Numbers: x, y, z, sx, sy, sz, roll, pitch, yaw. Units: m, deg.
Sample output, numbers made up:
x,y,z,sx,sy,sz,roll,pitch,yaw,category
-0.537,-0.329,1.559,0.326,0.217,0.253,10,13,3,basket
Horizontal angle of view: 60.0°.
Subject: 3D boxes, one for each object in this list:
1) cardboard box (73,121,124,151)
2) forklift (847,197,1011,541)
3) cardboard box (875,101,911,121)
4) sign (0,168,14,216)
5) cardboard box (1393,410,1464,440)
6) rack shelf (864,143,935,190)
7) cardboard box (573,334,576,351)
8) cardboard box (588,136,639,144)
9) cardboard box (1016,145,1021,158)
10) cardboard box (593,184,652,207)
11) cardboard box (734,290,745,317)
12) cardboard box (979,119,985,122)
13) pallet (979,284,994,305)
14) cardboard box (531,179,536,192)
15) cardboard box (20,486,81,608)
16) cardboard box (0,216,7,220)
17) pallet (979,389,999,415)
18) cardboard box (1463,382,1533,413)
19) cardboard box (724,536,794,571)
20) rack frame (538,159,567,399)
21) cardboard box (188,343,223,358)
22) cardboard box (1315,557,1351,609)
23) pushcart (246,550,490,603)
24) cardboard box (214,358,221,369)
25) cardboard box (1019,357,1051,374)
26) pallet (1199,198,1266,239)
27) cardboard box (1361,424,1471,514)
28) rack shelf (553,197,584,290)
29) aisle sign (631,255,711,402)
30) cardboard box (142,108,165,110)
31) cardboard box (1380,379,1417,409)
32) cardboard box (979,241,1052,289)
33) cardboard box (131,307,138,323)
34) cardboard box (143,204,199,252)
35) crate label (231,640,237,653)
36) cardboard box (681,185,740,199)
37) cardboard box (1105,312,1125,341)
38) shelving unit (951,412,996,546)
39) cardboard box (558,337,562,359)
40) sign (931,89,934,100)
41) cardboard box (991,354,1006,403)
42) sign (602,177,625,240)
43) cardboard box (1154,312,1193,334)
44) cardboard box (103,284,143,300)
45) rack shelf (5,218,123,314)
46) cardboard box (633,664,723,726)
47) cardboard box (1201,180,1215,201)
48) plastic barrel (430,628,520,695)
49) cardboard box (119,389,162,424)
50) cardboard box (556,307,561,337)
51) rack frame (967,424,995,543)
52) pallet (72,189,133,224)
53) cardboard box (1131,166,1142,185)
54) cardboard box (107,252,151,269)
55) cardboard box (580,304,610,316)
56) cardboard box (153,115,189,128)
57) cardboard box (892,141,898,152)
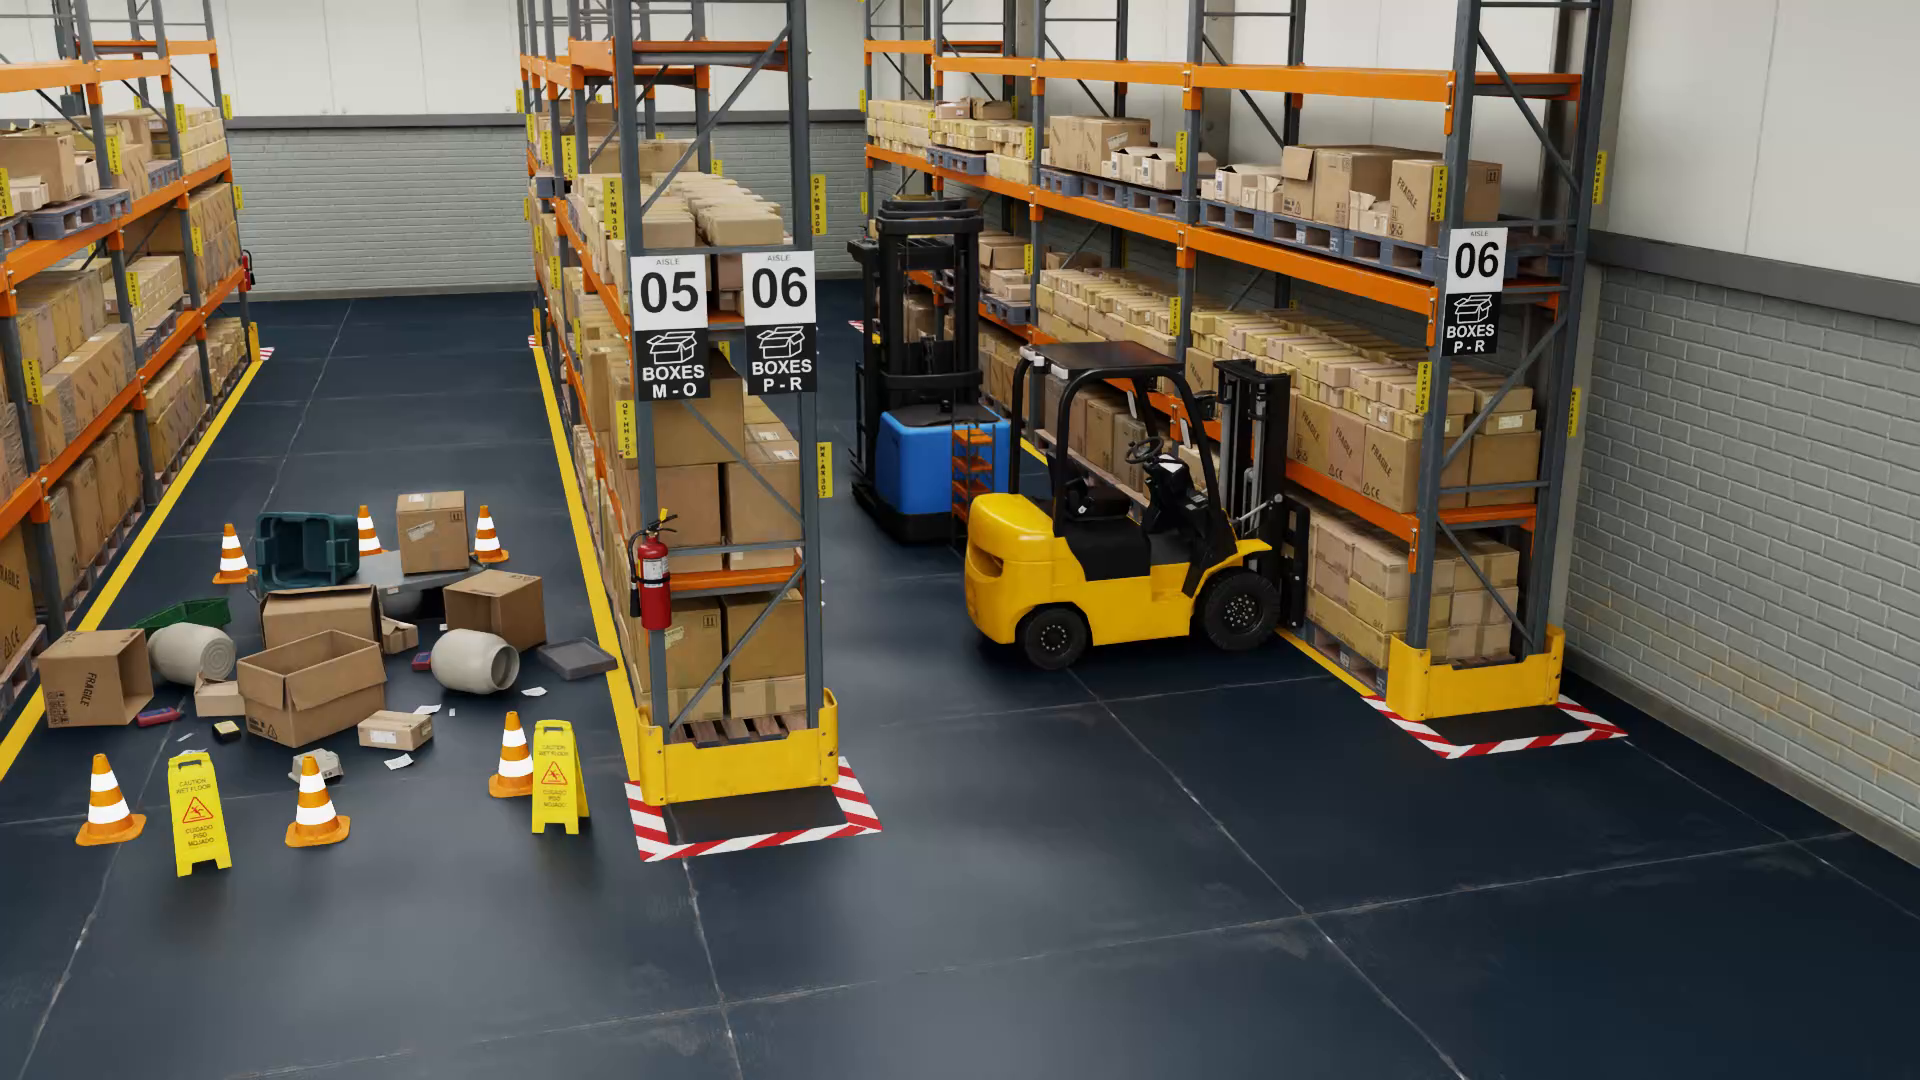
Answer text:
x,y,z,sx,sy,sz,roll,pitch,yaw,category
-8.226,-3.865,15.887,0.396,0.266,0.258,-5,17,-15,cardboard box
-0.429,-1.779,15.780,1.130,2.935,3.031,-5,17,-15,forklift
-0.932,-6.225,24.123,0.500,0.250,0.500,-5,17,-16,cardboard box
-6.606,-2.398,11.470,0.100,0.325,0.005,-5,17,-15,sign
3.099,-0.770,11.000,0.380,0.149,0.250,-4,17,-14,cardboard box
-0.384,-5.302,23.426,1.077,0.370,4.000,-5,17,-15,rack shelf
-3.464,-1.895,15.754,0.380,0.149,0.250,-5,17,-15,cardboard box
-2.991,-3.287,14.127,0.500,0.250,0.500,-4,17,-14,cardboard box
0.836,-4.333,18.517,0.380,0.149,0.250,-4,17,-14,cardboard box
-2.308,-2.353,11.408,0.380,0.149,0.250,-5,18,-17,cardboard box
-1.087,-1.378,9.547,0.380,0.149,0.250,-5,17,-15,cardboard box
0.452,-5.222,20.923,0.380,0.149,0.250,-5,17,-15,cardboard box
0.726,-2.996,20.046,1.003,0.211,1.213,-5,17,-15,pallet
-5.772,-4.939,23.142,0.380,0.149,0.250,-4,17,-14,cardboard box
-7.396,0.081,12.651,1.050,0.750,0.750,-5,17,-16,cardboard box
-7.065,-2.439,11.974,0.258,0.266,0.396,-5,17,-16,cardboard box
0.764,-1.761,20.449,1.003,0.211,1.213,-5,17,-15,pallet
3.576,-0.948,11.077,0.380,0.149,0.250,-5,17,-16,cardboard box
-1.203,0.066,9.955,0.380,0.149,0.250,-5,17,-15,cardboard box
-4.606,-3.263,20.602,1.000,3.000,0.127,-5,17,-15,rack frame
-9.454,-2.371,20.821,0.380,0.149,0.250,-4,17,-14,cardboard box
2.901,0.289,11.956,0.500,0.250,0.500,-5,17,-16,cardboard box
-4.586,0.399,12.966,1.648,0.377,0.936,-12,20,-34,pushcart
-9.512,-2.228,20.864,0.380,0.149,0.250,-4,17,-13,cardboard box
0.885,-1.982,18.823,0.380,0.149,0.250,-6,18,-18,cardboard box
2.623,-2.604,13.348,1.003,0.211,1.213,-5,17,-15,pallet
3.075,-0.501,11.231,0.500,0.500,0.500,-5,17,-16,cardboard box
-2.957,-2.696,14.749,1.077,0.370,4.000,-5,17,-15,rack shelf
-1.570,-1.149,9.045,0.394,0.787,0.004,-5,17,-15,aisle sign
-10.514,-5.566,21.753,0.380,0.149,0.250,-4,17,-13,cardboard box
3.064,-0.987,11.205,0.380,0.149,0.250,-5,17,-15,cardboard box
0.638,-3.238,19.608,0.797,0.503,0.637,-5,17,-17,cardboard box
-8.255,-2.185,16.203,0.380,0.149,0.250,-4,17,-13,cardboard box
-9.228,-3.657,19.485,0.500,0.500,0.500,-4,17,-14,cardboard box
-5.415,0.798,12.057,0.250,0.136,0.298,11,20,32,crate label
-1.689,-2.325,11.314,0.380,0.149,0.250,-4,17,-15,cardboard box
1.700,-2.011,15.824,0.500,0.250,0.500,-4,17,-14,cardboard box
0.113,-0.462,14.404,0.258,1.200,0.503,-5,17,-15,shelving unit
-4.922,-2.667,22.341,0.875,0.438,0.875,-5,17,-17,cardboard box
-0.395,-6.662,25.164,0.100,0.325,0.005,-5,17,-15,sign
0.668,-1.938,19.805,0.500,0.500,0.500,-4,17,-13,cardboard box
-1.847,-1.766,8.865,0.100,0.325,0.005,-5,17,-15,sign
1.968,-1.949,14.927,0.380,0.149,0.250,-5,17,-16,cardboard box
-8.391,-2.462,16.607,0.380,0.149,0.250,-5,18,-18,cardboard box
-7.689,-2.276,13.353,1.077,0.370,4.000,-5,17,-15,rack shelf
-1.796,0.963,10.583,0.500,0.250,0.500,-5,17,-16,cardboard box
2.195,-2.861,13.582,0.380,0.149,0.250,-4,17,-14,cardboard box
-3.332,0.838,11.426,0.512,0.421,0.421,7,18,23,plastic barrel
-8.195,-1.311,16.413,0.500,0.250,0.500,-6,18,-18,cardboard box
-4.051,-2.345,17.804,0.500,0.250,0.500,-4,17,-14,cardboard box
0.180,-0.395,14.180,0.240,1.200,0.015,-5,17,-15,rack frame
-8.011,-2.910,14.539,1.213,0.211,1.003,-4,17,-13,pallet
1.770,-3.289,15.008,0.380,0.149,0.250,-5,17,-15,cardboard box
-9.742,-3.146,19.520,0.500,0.500,0.500,-5,17,-15,cardboard box
-2.376,-1.438,12.096,0.700,0.500,0.500,-5,17,-15,cardboard box
-9.379,-4.957,19.726,0.380,0.149,0.250,-5,17,-17,cardboard box
-0.742,-5.541,23.408,0.380,0.149,0.250,-5,17,-15,cardboard box
